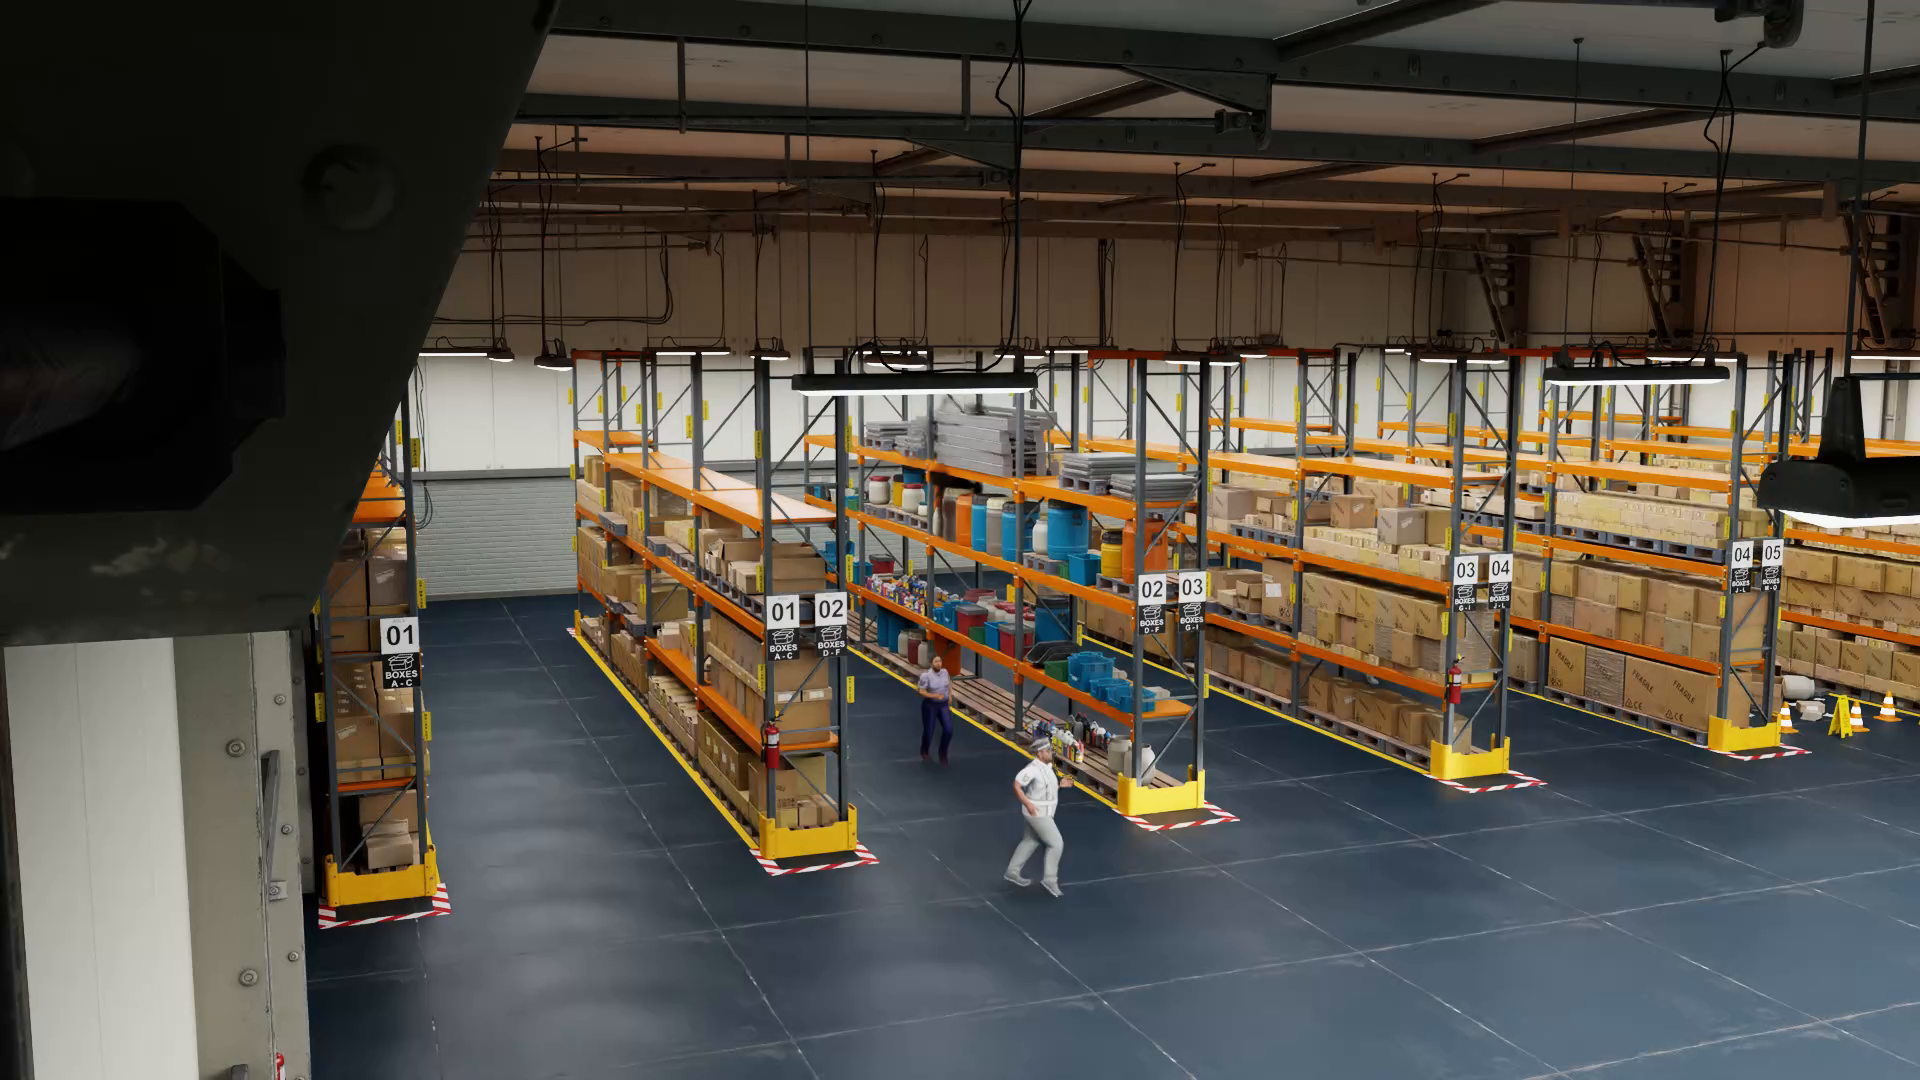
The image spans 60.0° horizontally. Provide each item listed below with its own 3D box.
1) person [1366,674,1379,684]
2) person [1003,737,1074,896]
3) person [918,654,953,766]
[{"bbox_3d":[7.550,1.782,30.067,0.607,1.659,0.515,-3,8,-24],"label":"person"},{"bbox_3d":[0.901,3.133,18.886,0.771,1.864,0.625,1,7,6],"label":"person"},{"bbox_3d":[-0.346,2.506,24.423,0.613,1.704,0.711,-3,8,-25],"label":"person"}]
